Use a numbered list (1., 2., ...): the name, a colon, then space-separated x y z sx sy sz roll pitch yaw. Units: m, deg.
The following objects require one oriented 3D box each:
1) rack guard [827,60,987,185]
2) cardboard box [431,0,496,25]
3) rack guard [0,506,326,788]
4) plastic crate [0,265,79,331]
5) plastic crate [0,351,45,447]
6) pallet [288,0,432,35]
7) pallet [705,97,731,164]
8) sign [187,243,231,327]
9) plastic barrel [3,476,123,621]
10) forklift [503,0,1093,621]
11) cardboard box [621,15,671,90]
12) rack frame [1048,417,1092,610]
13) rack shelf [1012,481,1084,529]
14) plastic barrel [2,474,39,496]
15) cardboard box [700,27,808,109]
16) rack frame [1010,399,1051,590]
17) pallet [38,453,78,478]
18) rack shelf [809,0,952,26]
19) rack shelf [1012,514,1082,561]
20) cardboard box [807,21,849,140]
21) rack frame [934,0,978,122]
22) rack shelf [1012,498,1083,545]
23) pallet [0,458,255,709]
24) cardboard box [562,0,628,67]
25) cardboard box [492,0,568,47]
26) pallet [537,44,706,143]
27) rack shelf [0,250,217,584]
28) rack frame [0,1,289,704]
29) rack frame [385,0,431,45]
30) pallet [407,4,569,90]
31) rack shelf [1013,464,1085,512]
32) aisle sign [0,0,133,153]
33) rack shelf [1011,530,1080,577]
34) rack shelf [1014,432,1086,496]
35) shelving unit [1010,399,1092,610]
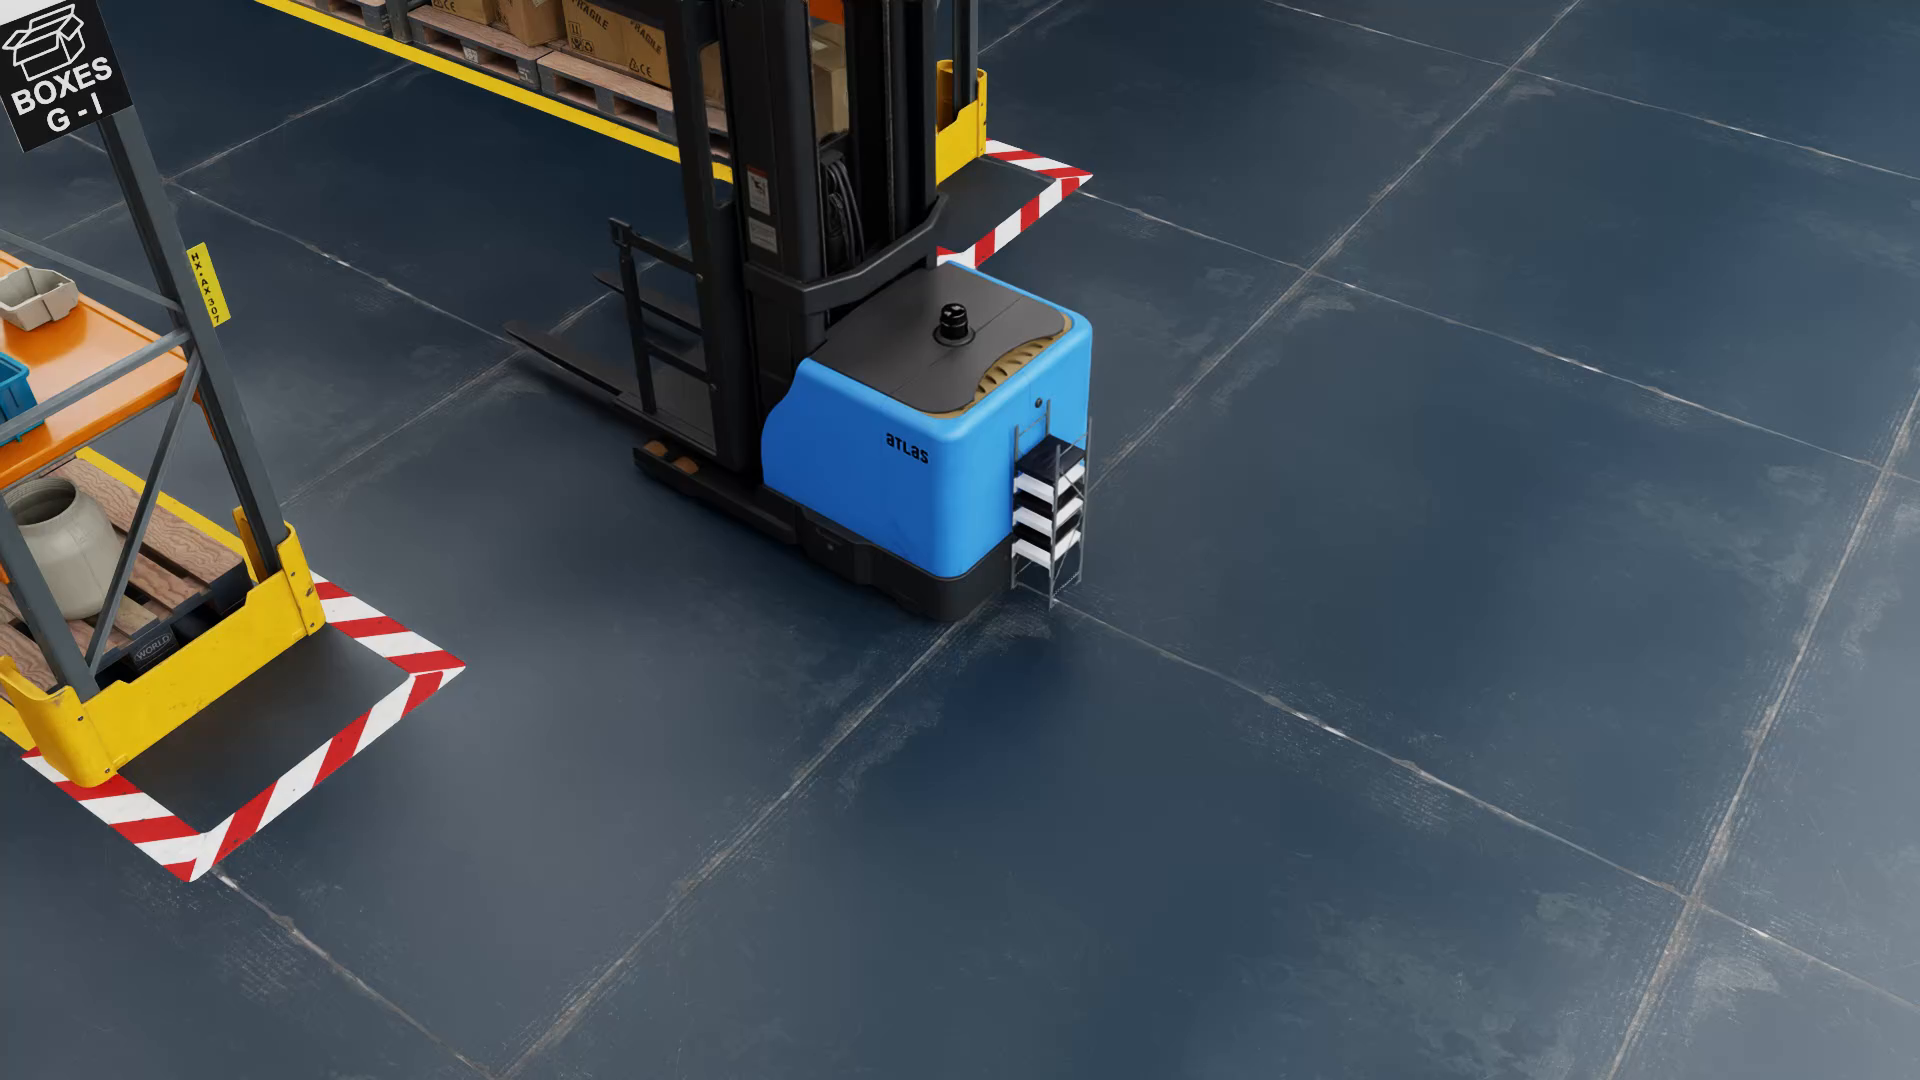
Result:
1. rack guard: -0.292 -2.325 9.722 0.348 0.500 1.175 25 48 25
2. cardboard box: -3.201 -3.809 11.065 0.500 0.500 0.500 24 47 24
3. rack guard: -3.163 0.405 6.671 0.348 0.500 1.175 25 48 25
4. plastic crate: -3.622 -0.943 6.501 0.250 0.136 0.298 25 48 25
5. plastic crate: -3.656 -0.496 5.915 0.616 0.251 0.499 25 48 25
6. pallet: -4.143 -4.017 11.829 1.213 0.211 1.003 25 48 25
7. pallet: -0.937 -2.548 10.187 1.213 0.211 1.003 25 48 25
8. sign: -2.755 -0.925 6.075 0.005 0.325 0.100 25 48 25
9. plastic barrel: -3.657 0.037 6.758 0.421 0.512 0.421 0 42 0
10. forklift: -0.905 -1.562 7.046 3.031 2.935 1.130 27 49 27
11. cardboard box: -1.743 -3.161 10.341 0.500 0.500 0.500 30 50 29
12. rack frame: 0.456 -0.096 6.931 0.006 0.900 0.240 27 49 27
13. rack shelf: 0.376 -0.180 6.939 0.200 0.077 0.258 27 49 27
14. plastic barrel: -4.067 -0.155 6.973 0.421 0.512 0.421 0 42 0
15. cardboard box: -1.241 -2.911 10.061 0.500 0.500 0.500 -29 49 -28
16. rack frame: 0.295 -0.179 7.024 0.006 0.900 0.240 27 49 27
17. pallet: -4.820 -0.269 7.641 1.213 0.211 1.003 25 48 25
18. rack shelf: -1.868 -3.725 9.951 4.000 0.370 1.077 25 48 25
19. rack shelf: 0.376 -0.046 7.059 0.200 0.077 0.258 27 49 27
20. cardboard box: -0.732 -2.700 9.826 0.500 0.500 0.500 -33 51 -31
21. rack frame: -0.230 -3.227 8.856 0.127 3.000 1.000 25 48 25
22. rack shelf: 0.376 -0.113 6.999 0.200 0.077 0.258 27 49 27
23. pallet: -3.825 0.199 7.118 1.213 0.211 1.003 25 48 25
24. cardboard box: -2.174 -3.399 10.607 0.500 0.500 0.500 21 46 22
25. cardboard box: -2.727 -3.594 10.825 0.500 0.500 0.500 -26 48 -26
26. pallet: -1.932 -3.015 10.710 1.213 0.211 1.003 25 48 25
27. rack shelf: -4.712 -1.021 6.929 4.000 0.370 1.077 25 48 25
28. rack frame: -3.074 -0.523 5.834 0.127 3.000 1.000 25 48 25
29. rack frame: -3.505 -4.759 10.567 0.127 3.000 1.000 25 48 25
30. pallet: -2.935 -3.482 11.231 1.213 0.211 1.003 25 48 25
31. rack shelf: 0.376 -0.247 6.879 0.200 0.077 0.258 27 49 27
32. aisle sign: -2.847 -1.624 5.115 0.004 0.787 0.394 25 48 25
33. rack shelf: 0.376 0.021 7.119 0.200 0.077 0.258 27 49 27
34. rack shelf: 0.376 -0.314 6.819 0.200 0.077 0.258 27 49 27
35. shelving unit: 0.376 -0.138 6.977 0.210 0.900 0.258 27 49 27
